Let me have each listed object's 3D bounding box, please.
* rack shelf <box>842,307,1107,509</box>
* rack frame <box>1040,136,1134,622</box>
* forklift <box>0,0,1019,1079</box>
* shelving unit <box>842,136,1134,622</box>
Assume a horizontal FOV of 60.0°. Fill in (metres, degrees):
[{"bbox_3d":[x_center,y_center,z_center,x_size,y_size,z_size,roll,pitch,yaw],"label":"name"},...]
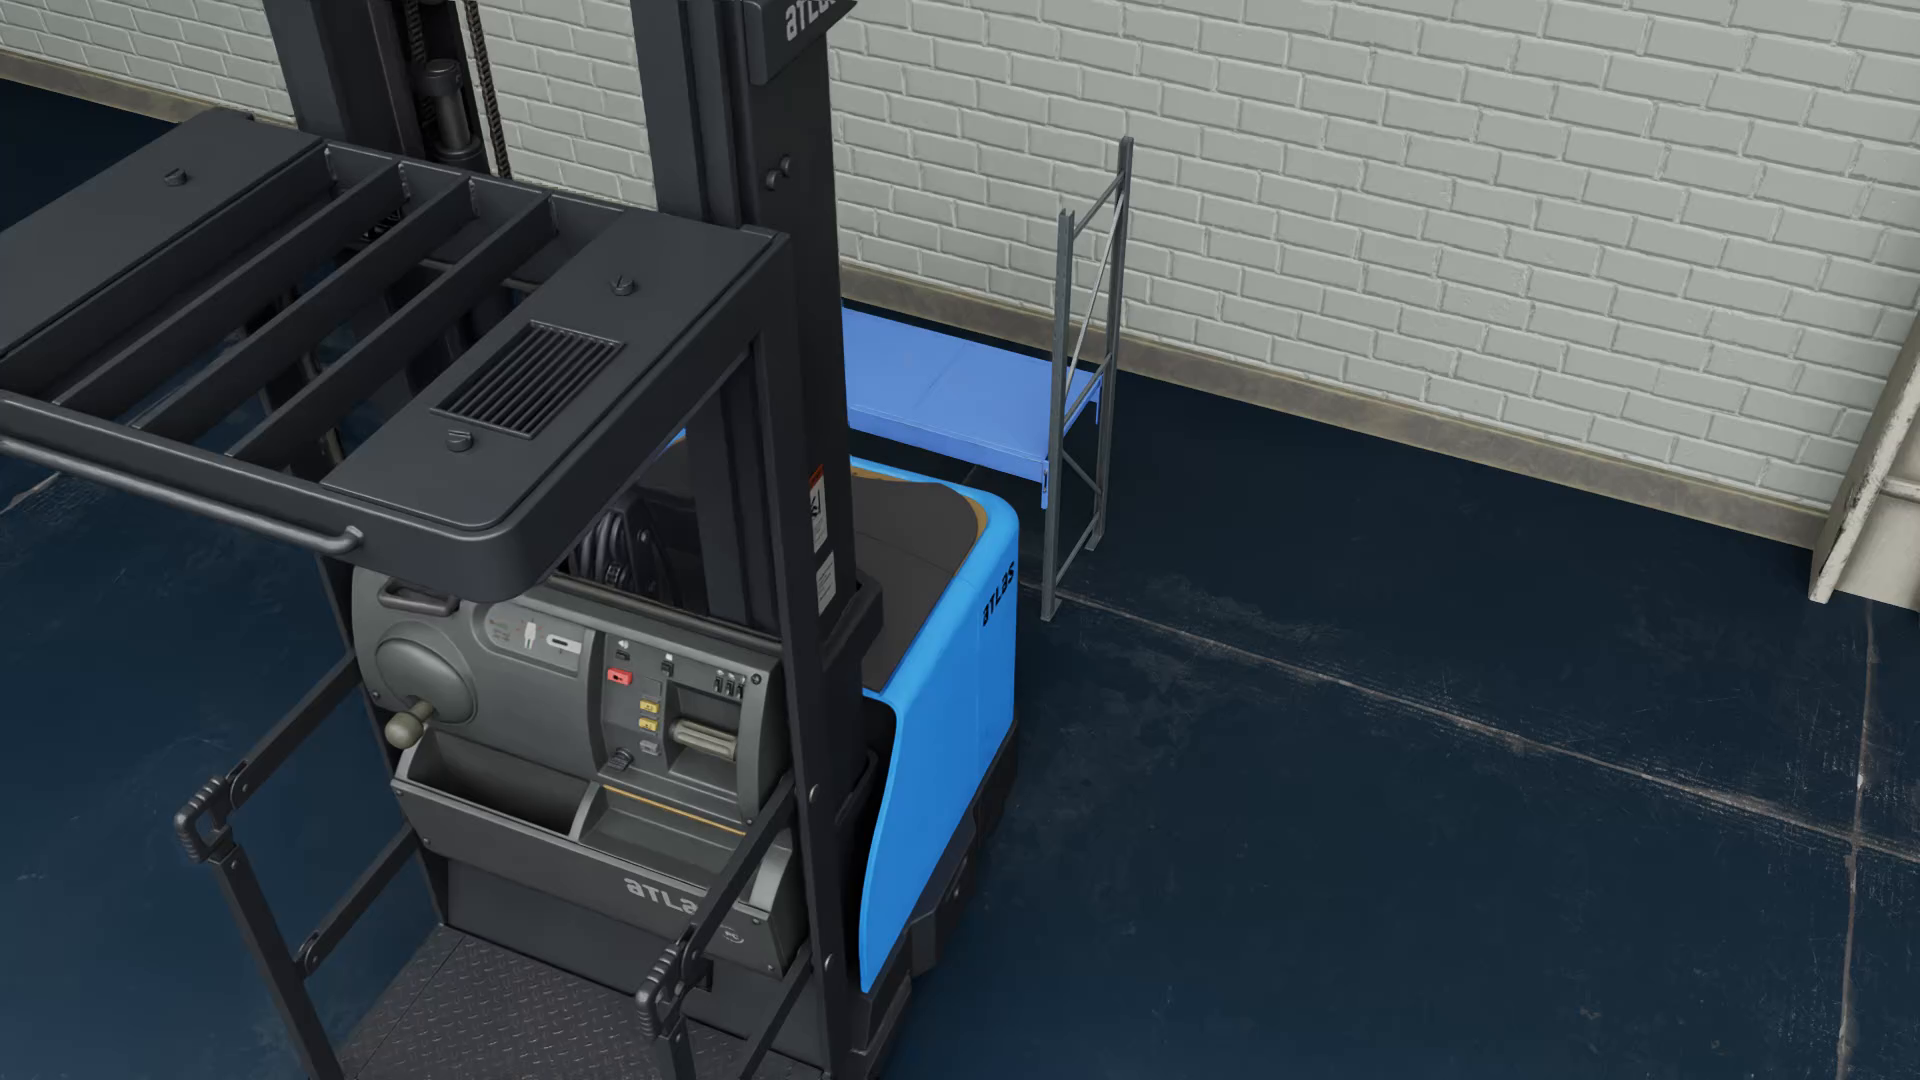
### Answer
[{"bbox_3d":[-0.077,-0.454,5.404,1.000,0.185,0.538,17,44,19],"label":"rack shelf"},{"bbox_3d":[0.383,-0.450,5.124,0.032,1.500,0.500,17,44,19],"label":"rack frame"},{"bbox_3d":[-0.870,0.367,3.088,1.130,2.935,3.031,15,43,17],"label":"forklift"},{"bbox_3d":[-0.077,-0.590,5.286,1.048,1.500,0.538,17,44,19],"label":"shelving unit"}]
